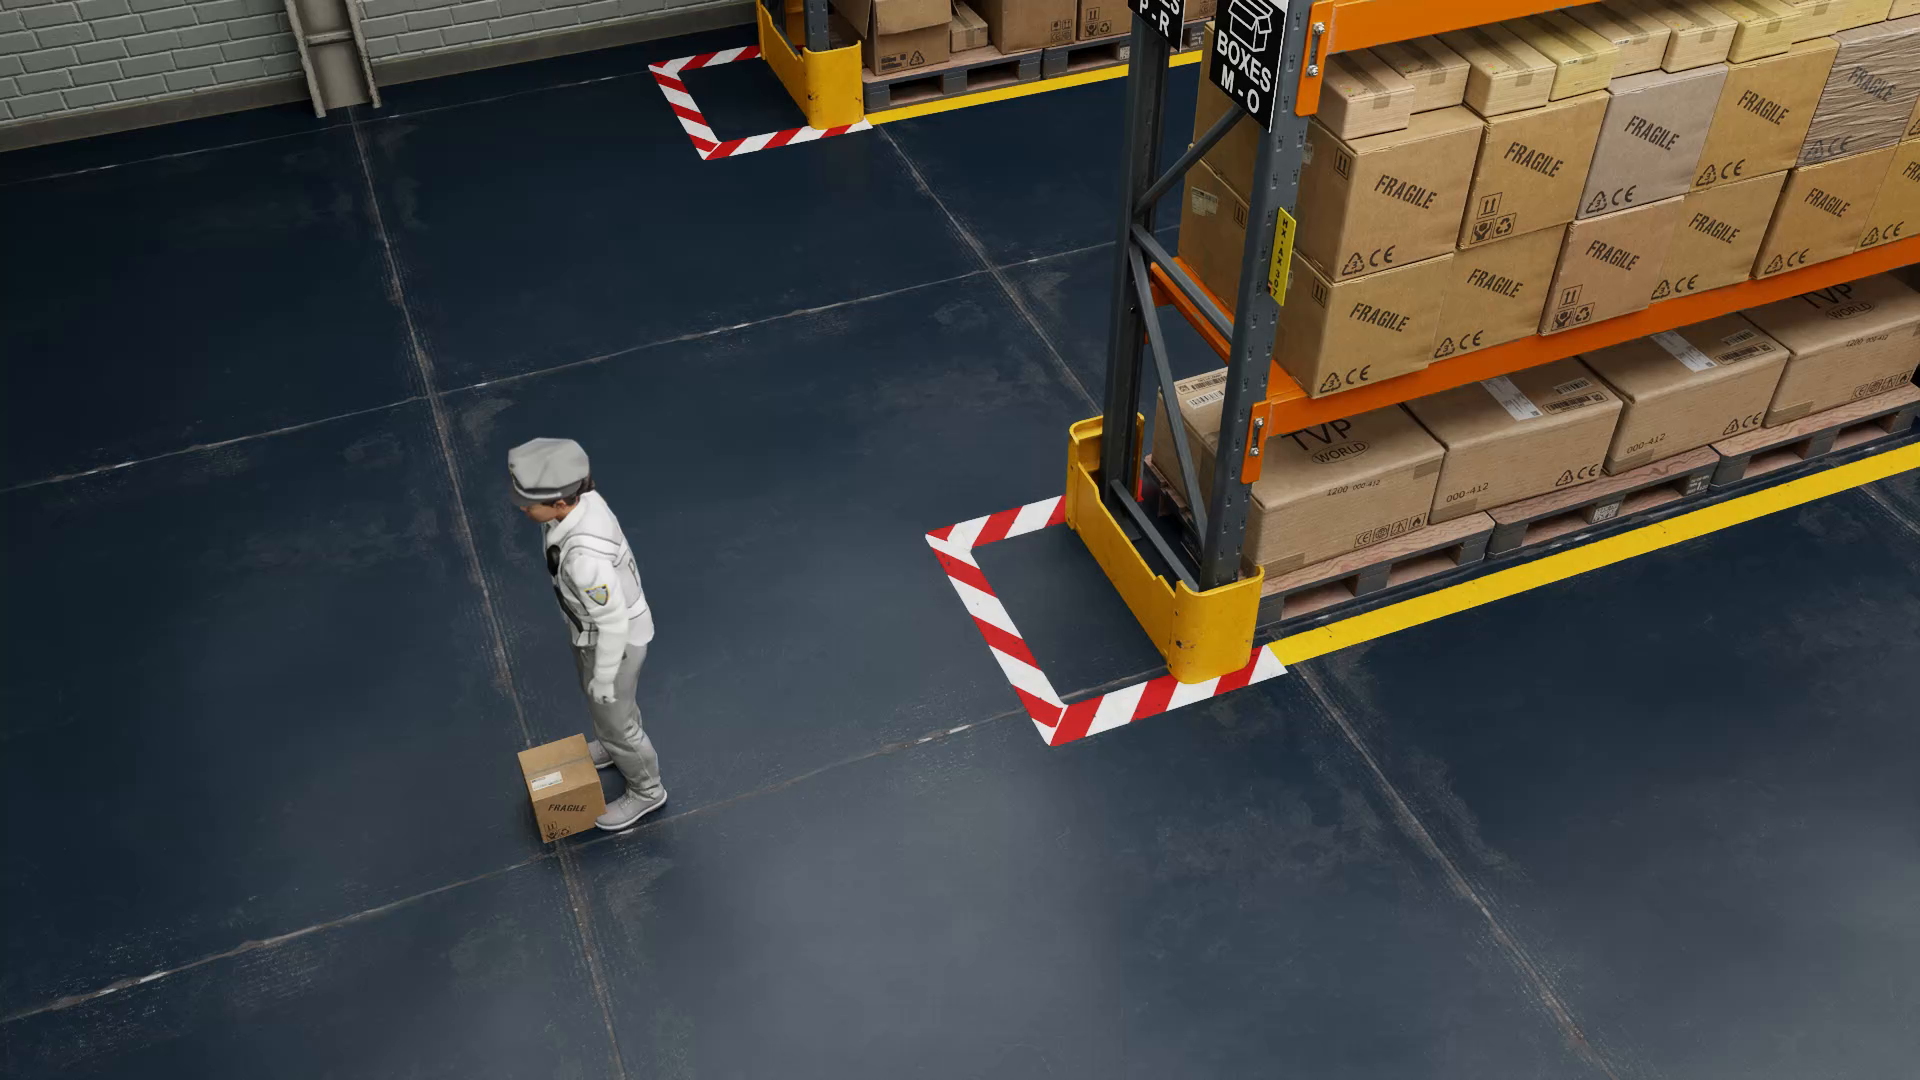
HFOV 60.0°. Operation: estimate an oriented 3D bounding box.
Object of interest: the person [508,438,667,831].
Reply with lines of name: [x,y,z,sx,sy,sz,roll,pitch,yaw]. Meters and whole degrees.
person: [-1.259,0.329,5.791,0.371,1.663,0.530,-15,44,-16]
